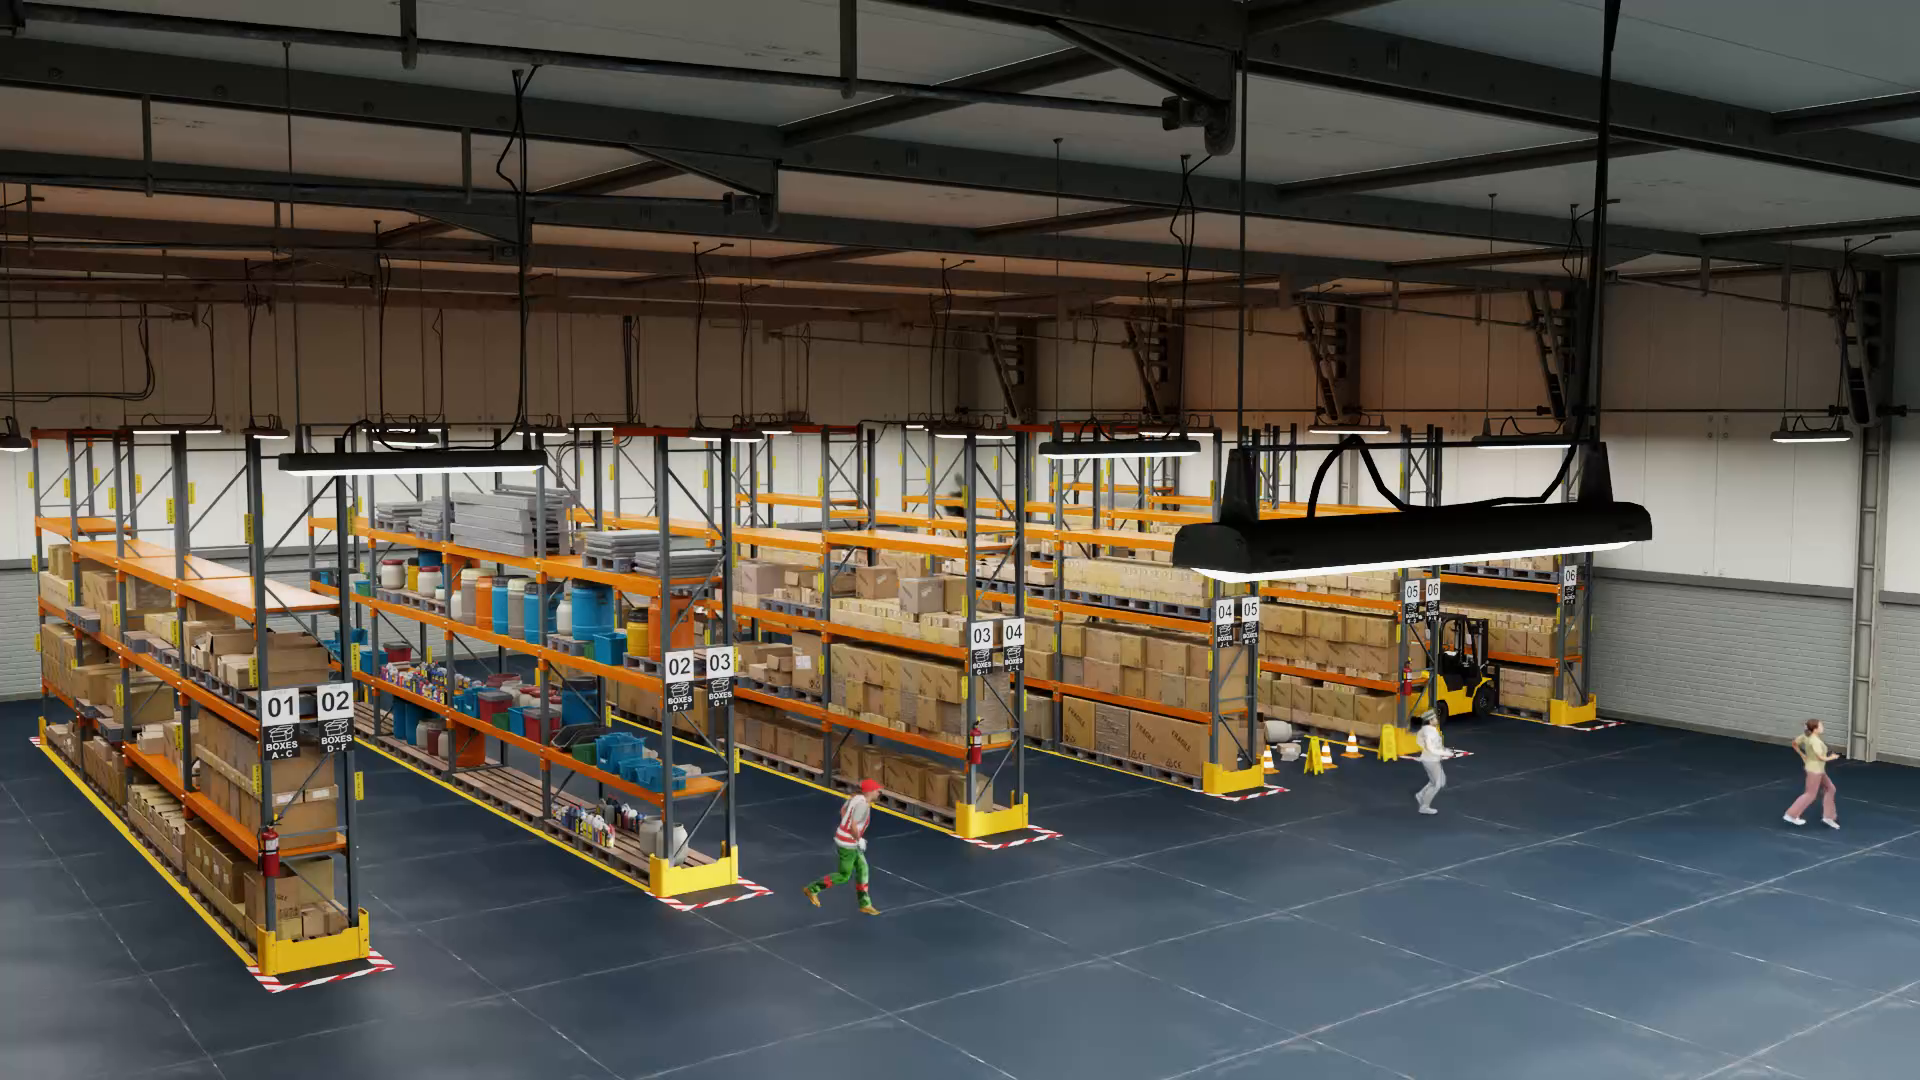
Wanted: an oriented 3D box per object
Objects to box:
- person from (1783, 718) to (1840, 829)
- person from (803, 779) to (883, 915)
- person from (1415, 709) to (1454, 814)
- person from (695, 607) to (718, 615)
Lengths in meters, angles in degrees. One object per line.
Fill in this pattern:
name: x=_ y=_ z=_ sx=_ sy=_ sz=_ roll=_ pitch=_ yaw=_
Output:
person: x=12.920 y=3.538 z=25.163 sx=0.825 sy=1.698 sz=0.578 roll=1 pitch=5 yaw=15
person: x=-1.469 y=3.858 z=20.821 sx=1.020 sy=1.728 sz=0.677 roll=-1 pitch=5 yaw=-16
person: x=7.428 y=3.456 z=26.009 sx=0.530 sy=1.654 sz=0.605 roll=1 pitch=5 yaw=8
person: x=-6.213 y=2.285 z=40.488 sx=0.770 sy=1.746 sz=0.866 roll=2 pitch=5 yaw=21
